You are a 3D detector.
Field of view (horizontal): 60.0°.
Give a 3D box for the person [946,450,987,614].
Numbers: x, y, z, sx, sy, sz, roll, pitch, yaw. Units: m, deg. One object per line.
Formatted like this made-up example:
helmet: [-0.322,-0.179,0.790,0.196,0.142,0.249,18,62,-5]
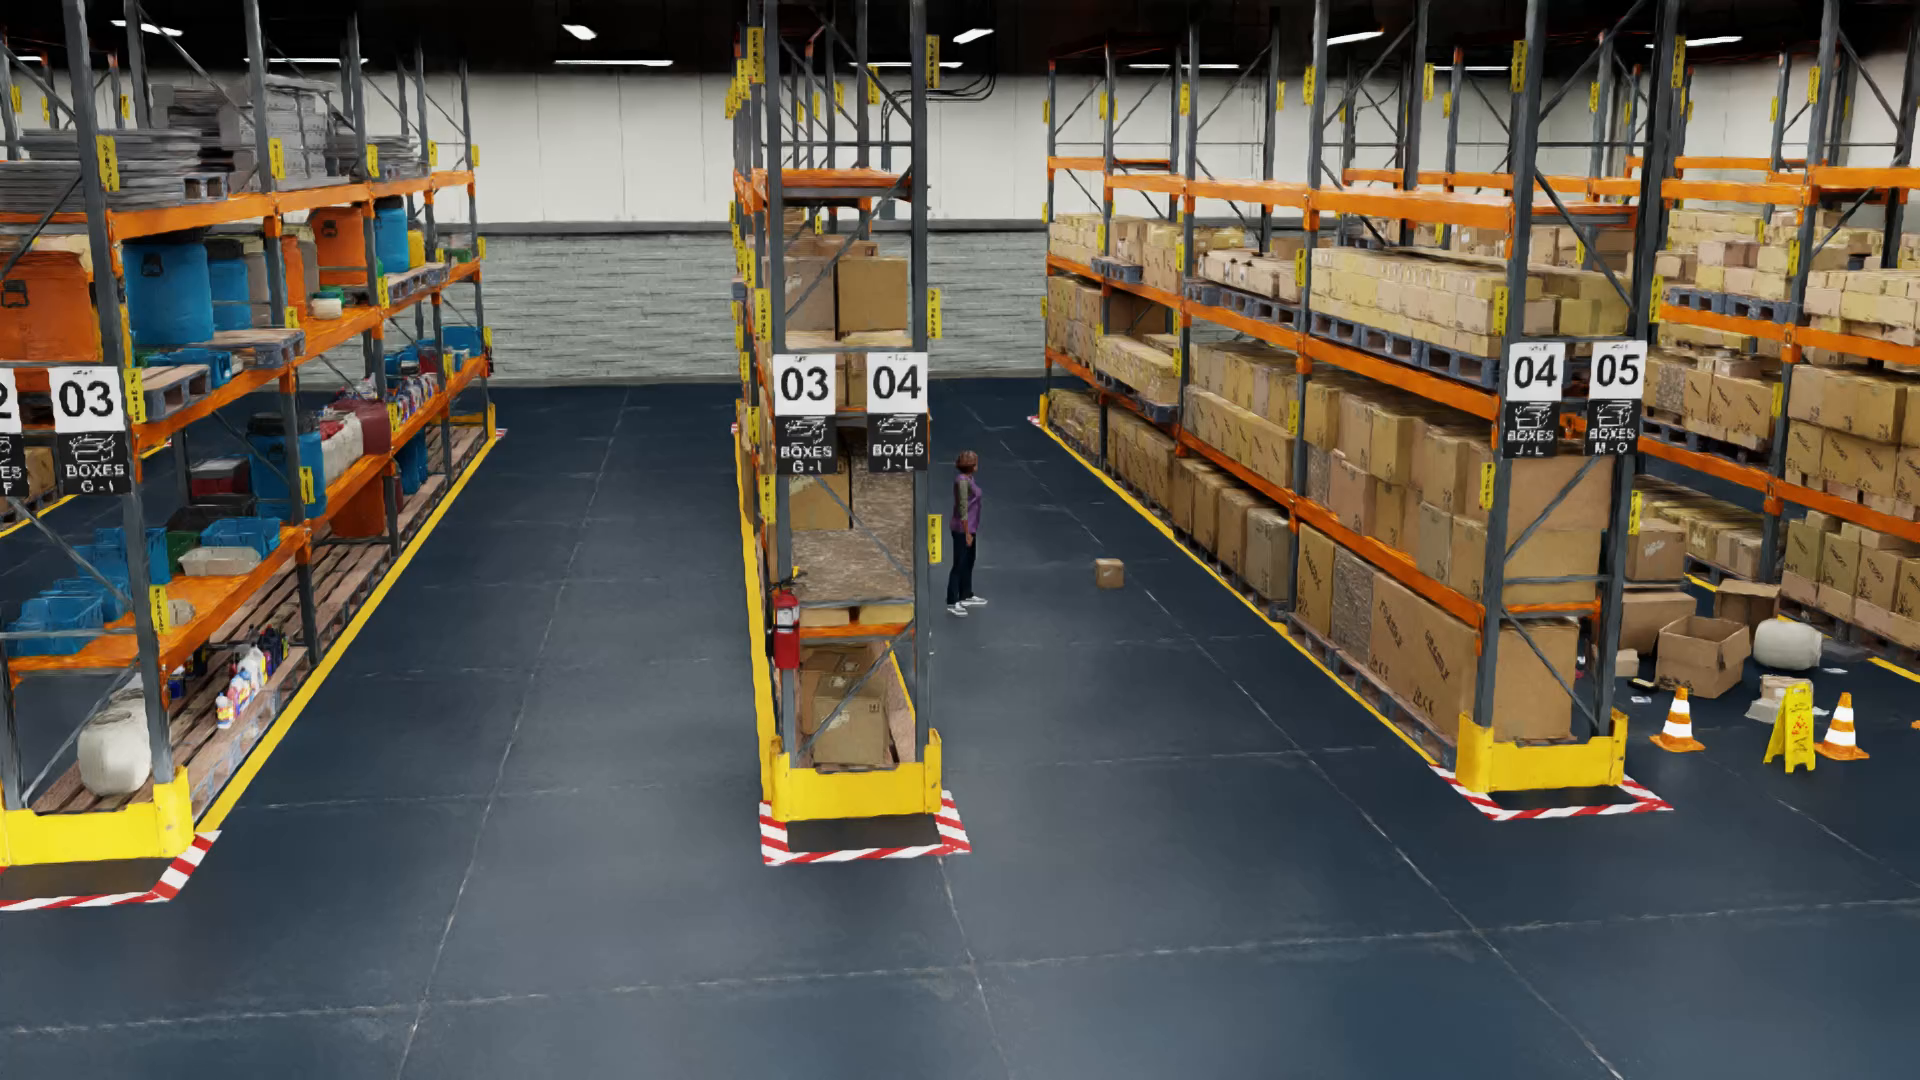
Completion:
person: [0.057,-0.076,16.302,0.378,1.564,0.498,2,14,7]
